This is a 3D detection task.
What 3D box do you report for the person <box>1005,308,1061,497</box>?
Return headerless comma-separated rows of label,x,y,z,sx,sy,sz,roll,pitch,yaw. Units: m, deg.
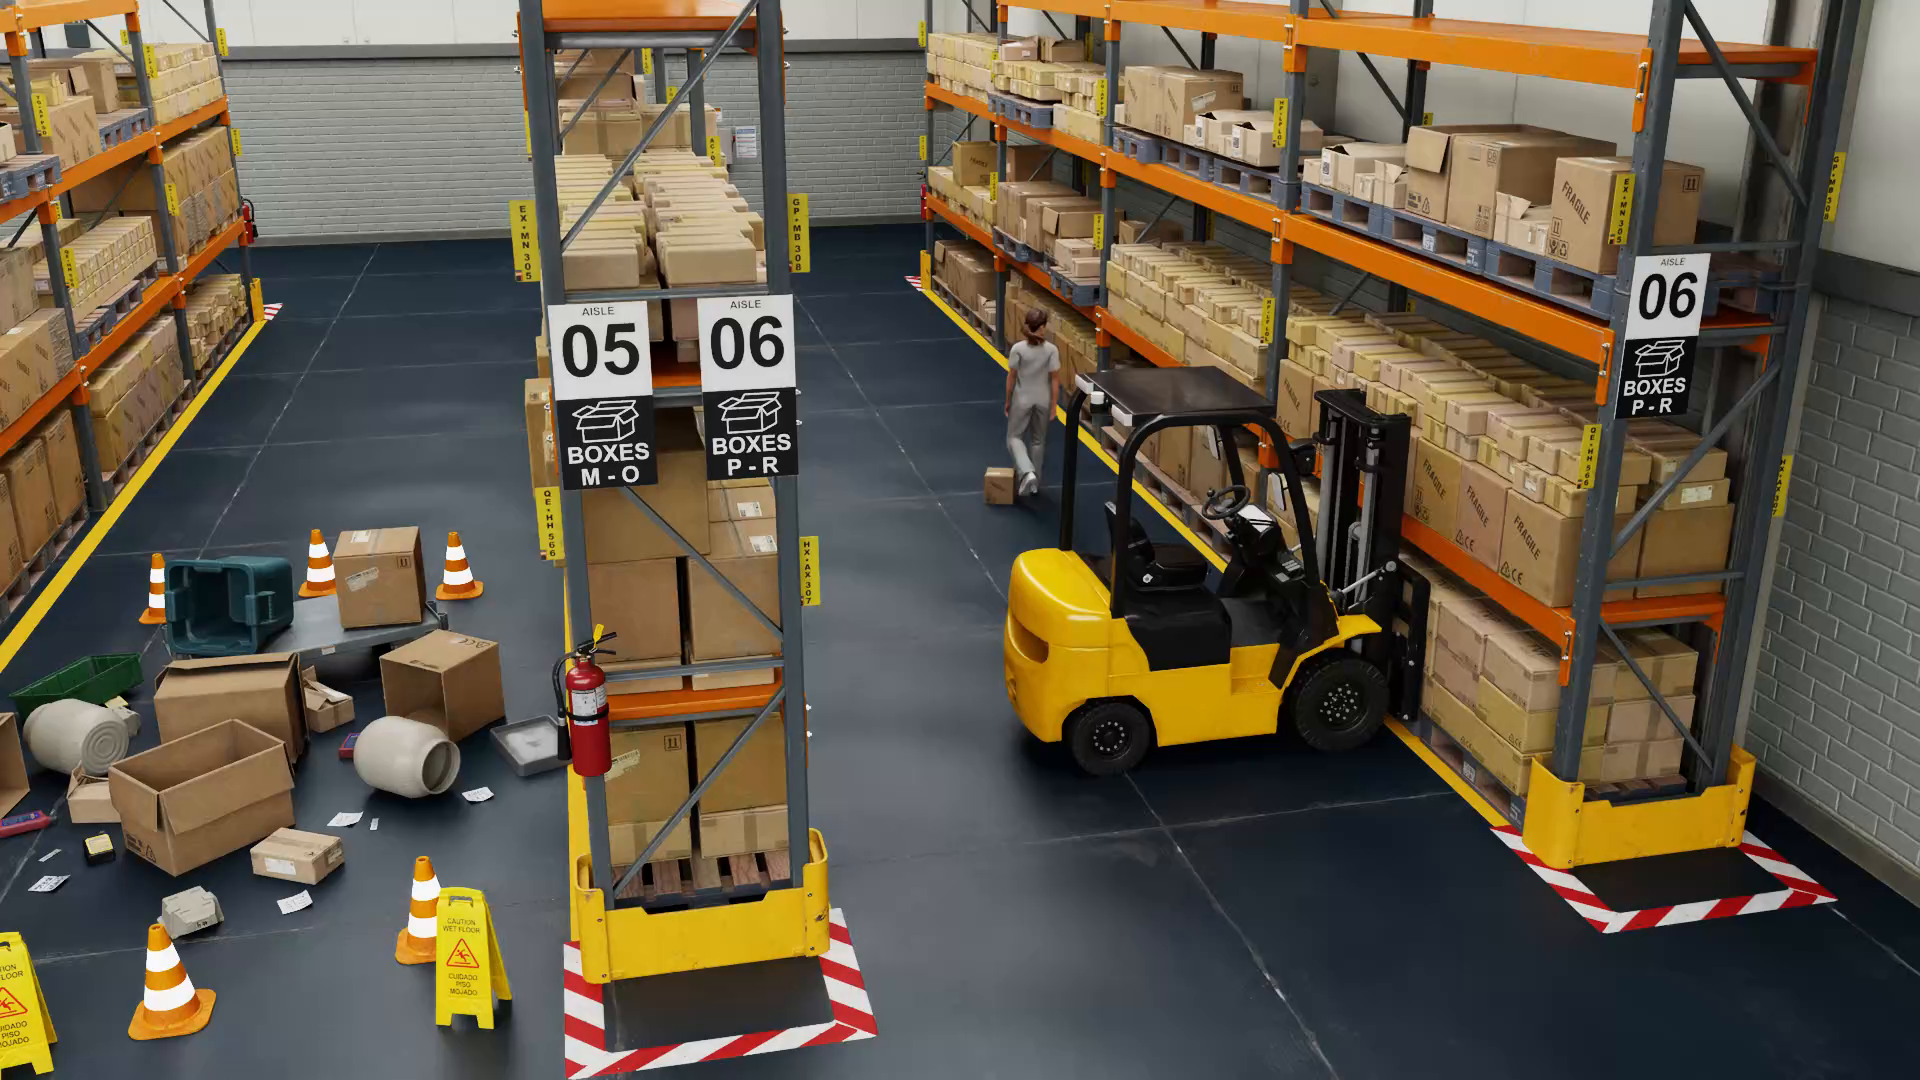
person,0.619,-1.168,14.300,0.467,1.665,0.747,-2,20,-7
